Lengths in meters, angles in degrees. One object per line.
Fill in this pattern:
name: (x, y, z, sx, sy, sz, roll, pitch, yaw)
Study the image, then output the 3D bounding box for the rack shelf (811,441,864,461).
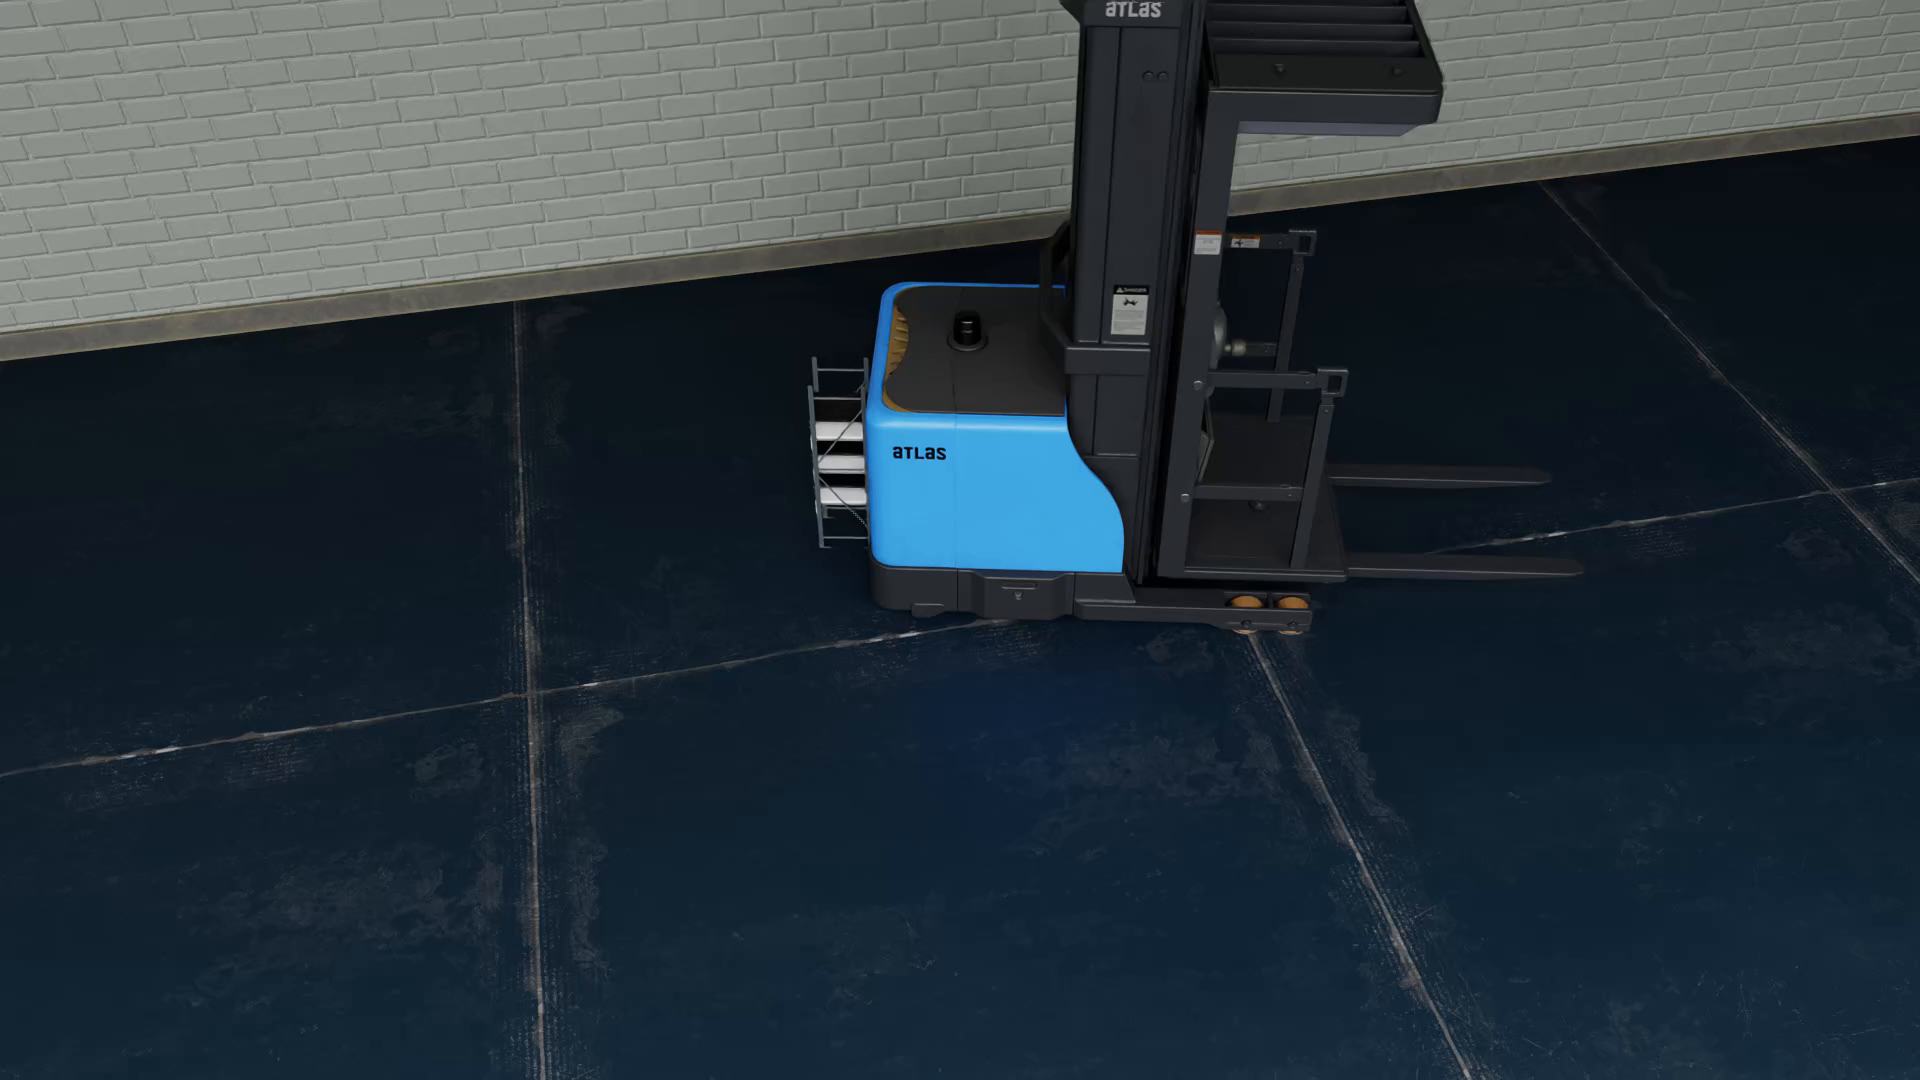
rack shelf: (-0.510, -0.411, 7.232, 0.258, 0.077, 0.200, 1, 42, 1)

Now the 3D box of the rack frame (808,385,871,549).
rack frame: (-0.512, -0.301, 7.193, 0.240, 0.900, 0.006, 1, 42, 1)

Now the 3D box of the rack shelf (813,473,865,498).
rack shelf: (-0.510, -0.277, 7.351, 0.258, 0.077, 0.200, 1, 42, 1)

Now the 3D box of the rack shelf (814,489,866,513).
rack shelf: (-0.510, -0.209, 7.411, 0.258, 0.077, 0.200, 1, 42, 1)

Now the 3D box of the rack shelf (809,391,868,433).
rack shelf: (-0.510, -0.546, 7.112, 0.258, 0.077, 0.200, 1, 42, 1)

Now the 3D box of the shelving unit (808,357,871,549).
shelving unit: (-0.510, -0.369, 7.269, 0.258, 0.900, 0.210, 1, 42, 1)

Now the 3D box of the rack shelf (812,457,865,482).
rack shelf: (-0.510, -0.344, 7.292, 0.258, 0.077, 0.200, 1, 42, 1)

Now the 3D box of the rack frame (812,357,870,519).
rack frame: (-0.508, -0.436, 7.345, 0.240, 0.900, 0.006, 1, 42, 1)

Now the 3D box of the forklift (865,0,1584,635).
forklift: (1.146, -1.054, 6.512, 3.031, 2.935, 1.130, 2, 42, 2)

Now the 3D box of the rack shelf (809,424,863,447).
rack shelf: (-0.510, -0.479, 7.172, 0.258, 0.077, 0.200, 1, 42, 1)
